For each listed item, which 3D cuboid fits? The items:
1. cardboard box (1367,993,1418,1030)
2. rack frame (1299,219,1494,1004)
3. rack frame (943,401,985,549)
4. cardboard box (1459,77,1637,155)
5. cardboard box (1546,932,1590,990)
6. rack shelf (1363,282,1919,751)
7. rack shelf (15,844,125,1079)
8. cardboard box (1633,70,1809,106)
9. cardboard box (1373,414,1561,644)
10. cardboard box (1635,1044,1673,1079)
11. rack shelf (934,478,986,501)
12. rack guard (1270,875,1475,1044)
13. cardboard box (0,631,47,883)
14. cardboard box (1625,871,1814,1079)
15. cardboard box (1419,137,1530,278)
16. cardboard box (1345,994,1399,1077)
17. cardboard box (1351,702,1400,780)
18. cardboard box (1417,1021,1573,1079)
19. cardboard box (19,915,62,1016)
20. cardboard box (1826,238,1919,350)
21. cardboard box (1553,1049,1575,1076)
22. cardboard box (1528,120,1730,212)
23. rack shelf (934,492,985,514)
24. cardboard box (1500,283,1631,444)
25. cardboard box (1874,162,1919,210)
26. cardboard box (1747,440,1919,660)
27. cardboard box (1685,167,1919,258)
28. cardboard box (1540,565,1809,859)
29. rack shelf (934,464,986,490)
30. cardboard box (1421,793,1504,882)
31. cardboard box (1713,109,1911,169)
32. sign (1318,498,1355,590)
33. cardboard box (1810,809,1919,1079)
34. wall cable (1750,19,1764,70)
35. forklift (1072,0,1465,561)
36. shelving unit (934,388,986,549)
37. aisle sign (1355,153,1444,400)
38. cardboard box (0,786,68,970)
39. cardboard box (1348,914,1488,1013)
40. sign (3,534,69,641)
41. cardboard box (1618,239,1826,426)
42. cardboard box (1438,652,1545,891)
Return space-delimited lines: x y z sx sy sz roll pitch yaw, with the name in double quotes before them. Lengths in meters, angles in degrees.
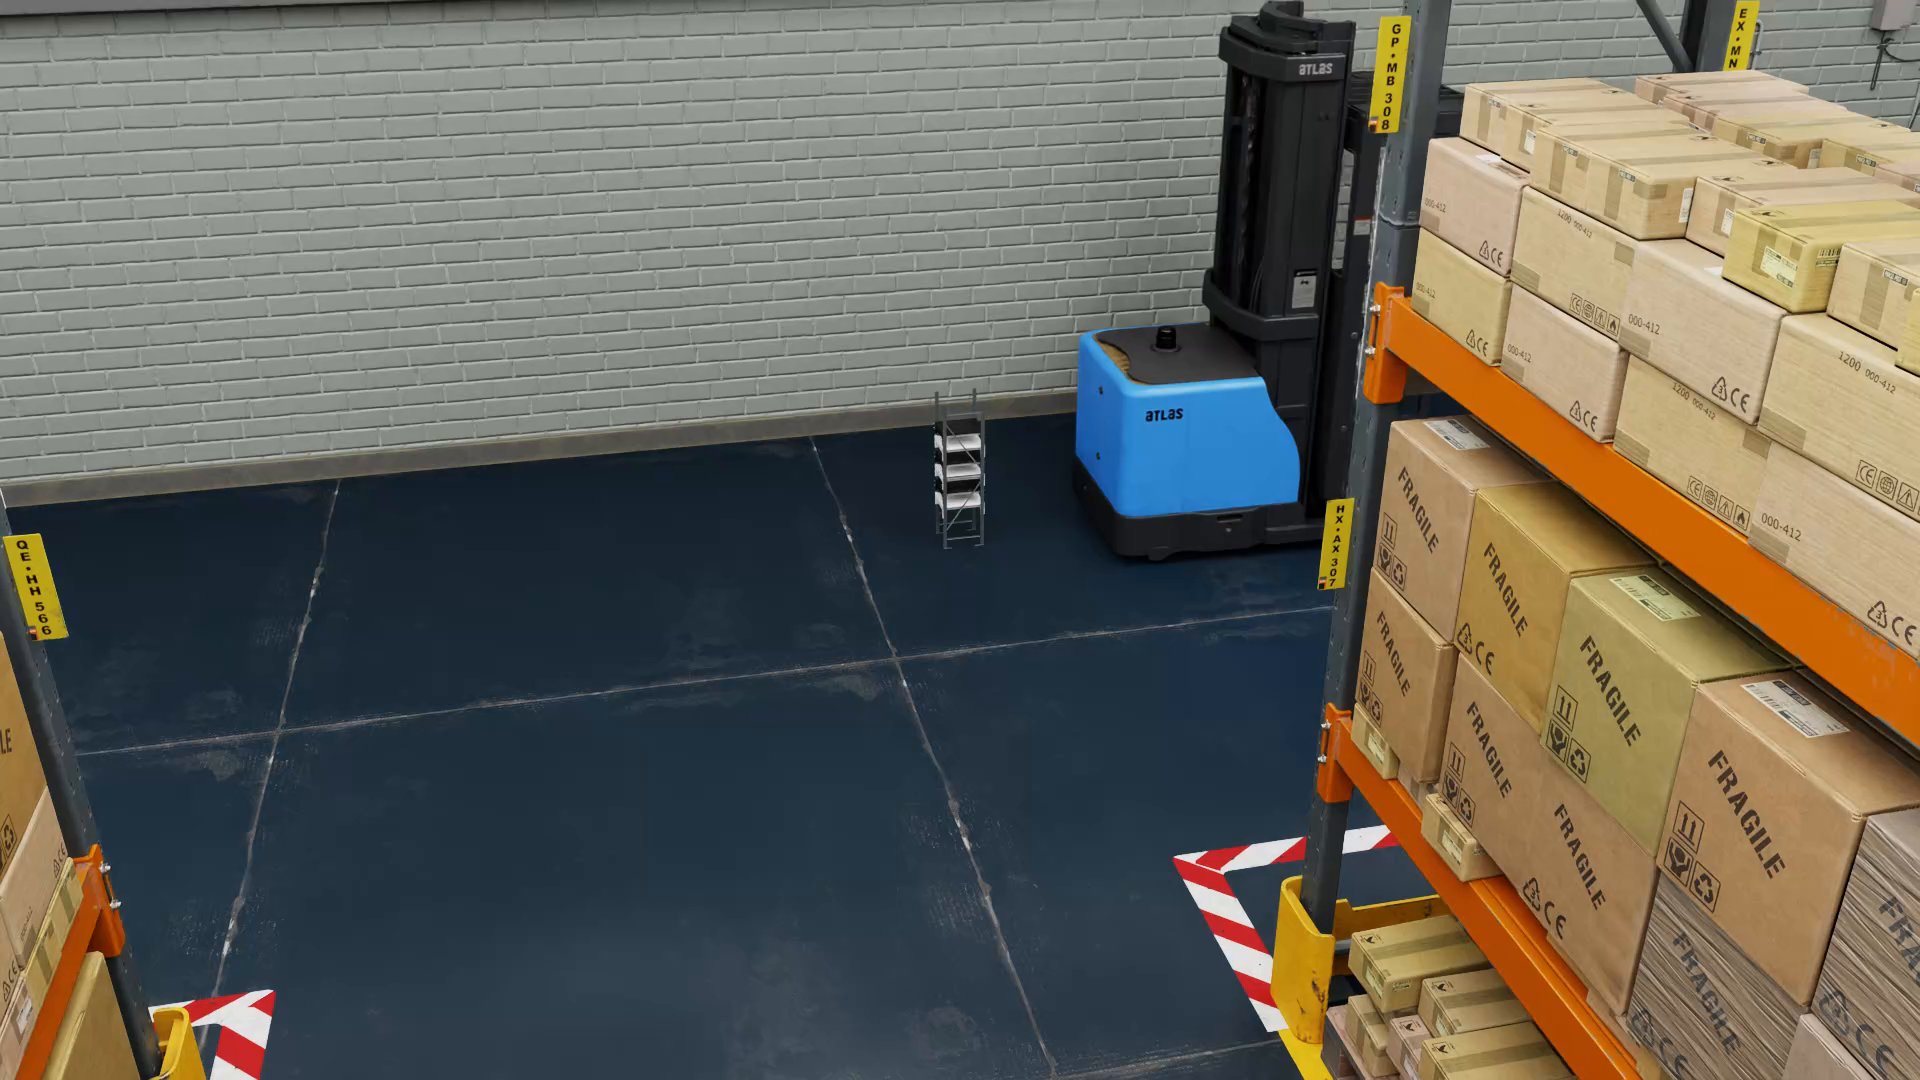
"cardboard box" 1.627 1.554 5.709 0.380 0.149 0.250 -5 27 -9
"rack frame" 1.759 0.346 5.736 1.000 3.000 0.127 -6 27 -12
"rack frame" 0.021 -0.361 9.466 0.240 0.900 0.006 -6 27 -12
"cardboard box" 1.611 -1.162 4.564 0.380 0.149 0.250 -6 27 -12
"cardboard box" 1.848 1.086 4.548 0.380 0.149 0.250 -6 27 -12
"rack shelf" 2.210 0.206 3.482 1.077 0.370 4.000 -6 27 -12
"rack shelf" -2.645 2.004 3.248 1.077 0.370 4.000 -6 27 -12
"cardboard box" 2.121 -1.211 4.661 0.380 0.149 0.250 -6 27 -12
"cardboard box" 1.602 -0.054 4.977 0.500 0.500 0.500 -6 27 -12
"cardboard box" 1.914 1.313 4.098 0.380 0.149 0.250 -5 27 -10
"rack shelf" -0.002 -0.295 9.610 0.258 0.077 0.200 -6 27 -12
"rack guard" 1.777 1.495 6.233 1.175 0.500 0.348 -6 27 -12
"cardboard box" -2.730 0.592 4.253 0.500 0.500 0.500 -6 27 -11
"cardboard box" 1.956 1.065 3.869 0.500 0.500 0.500 -7 28 -13
"cardboard box" 1.607 -0.926 4.538 0.500 0.250 0.500 -6 27 -11
"cardboard box" 1.566 1.694 5.763 0.380 0.149 0.250 -5 27 -11
"cardboard box" 1.513 0.634 5.445 0.380 0.149 0.250 -6 27 -12
"cardboard box" 1.658 1.663 5.165 0.380 0.149 0.250 -6 27 -12
"cardboard box" -2.634 1.154 4.413 0.380 0.149 0.250 -6 27 -11
"cardboard box" 1.932 -0.477 3.207 0.380 0.149 0.250 -5 27 -10
"cardboard box" 1.775 1.779 5.264 0.380 0.149 0.250 -6 27 -11
"cardboard box" 1.641 -0.922 4.088 0.380 0.149 0.250 -6 27 -12
"rack shelf" -0.002 -0.215 9.650 0.258 0.077 0.200 -6 27 -12
"cardboard box" 1.726 -0.472 4.193 0.500 0.250 0.500 -5 27 -10
"cardboard box" 2.303 -0.758 3.763 0.380 0.149 0.250 -7 28 -13
"cardboard box" 1.960 -0.019 3.296 0.500 0.250 0.500 -6 27 -12
"cardboard box" 1.856 -0.713 3.673 0.380 0.149 0.250 -5 27 -10
"cardboard box" 1.817 0.398 4.082 0.500 0.500 0.500 -7 28 -13
"rack shelf" -0.002 -0.376 9.569 0.258 0.077 0.200 -6 27 -12
"cardboard box" 1.619 0.865 4.987 0.380 0.149 0.250 -7 28 -13
"cardboard box" 2.139 -0.980 4.204 0.380 0.149 0.250 -7 28 -13
"sign" 1.231 0.015 5.431 0.100 0.325 0.005 -6 27 -12
"cardboard box" 2.068 0.847 3.193 0.500 0.500 0.500 -5 27 -10
"wall cable" 5.266 -3.142 11.483 0.585 1.953 0.123 -6 27 -12
"forklift" 2.259 -1.518 9.505 3.031 2.935 1.130 -6 27 -11
"shelving unit" -0.002 -0.405 9.554 0.258 0.900 0.210 -6 27 -12
"aisle sign" 1.451 -0.816 5.153 0.394 0.787 0.004 -6 27 -12
"cardboard box" -2.728 0.925 4.424 0.500 0.250 0.500 -6 27 -12
"cardboard box" 1.546 1.430 5.625 0.380 0.149 0.250 -7 28 -14
"sign" -2.564 0.134 4.609 0.100 0.325 0.005 -6 27 -12
"cardboard box" 1.826 -0.478 3.651 0.500 0.250 0.500 -6 27 -11
"cardboard box" 1.737 0.626 4.740 0.500 0.500 0.500 -6 27 -11
